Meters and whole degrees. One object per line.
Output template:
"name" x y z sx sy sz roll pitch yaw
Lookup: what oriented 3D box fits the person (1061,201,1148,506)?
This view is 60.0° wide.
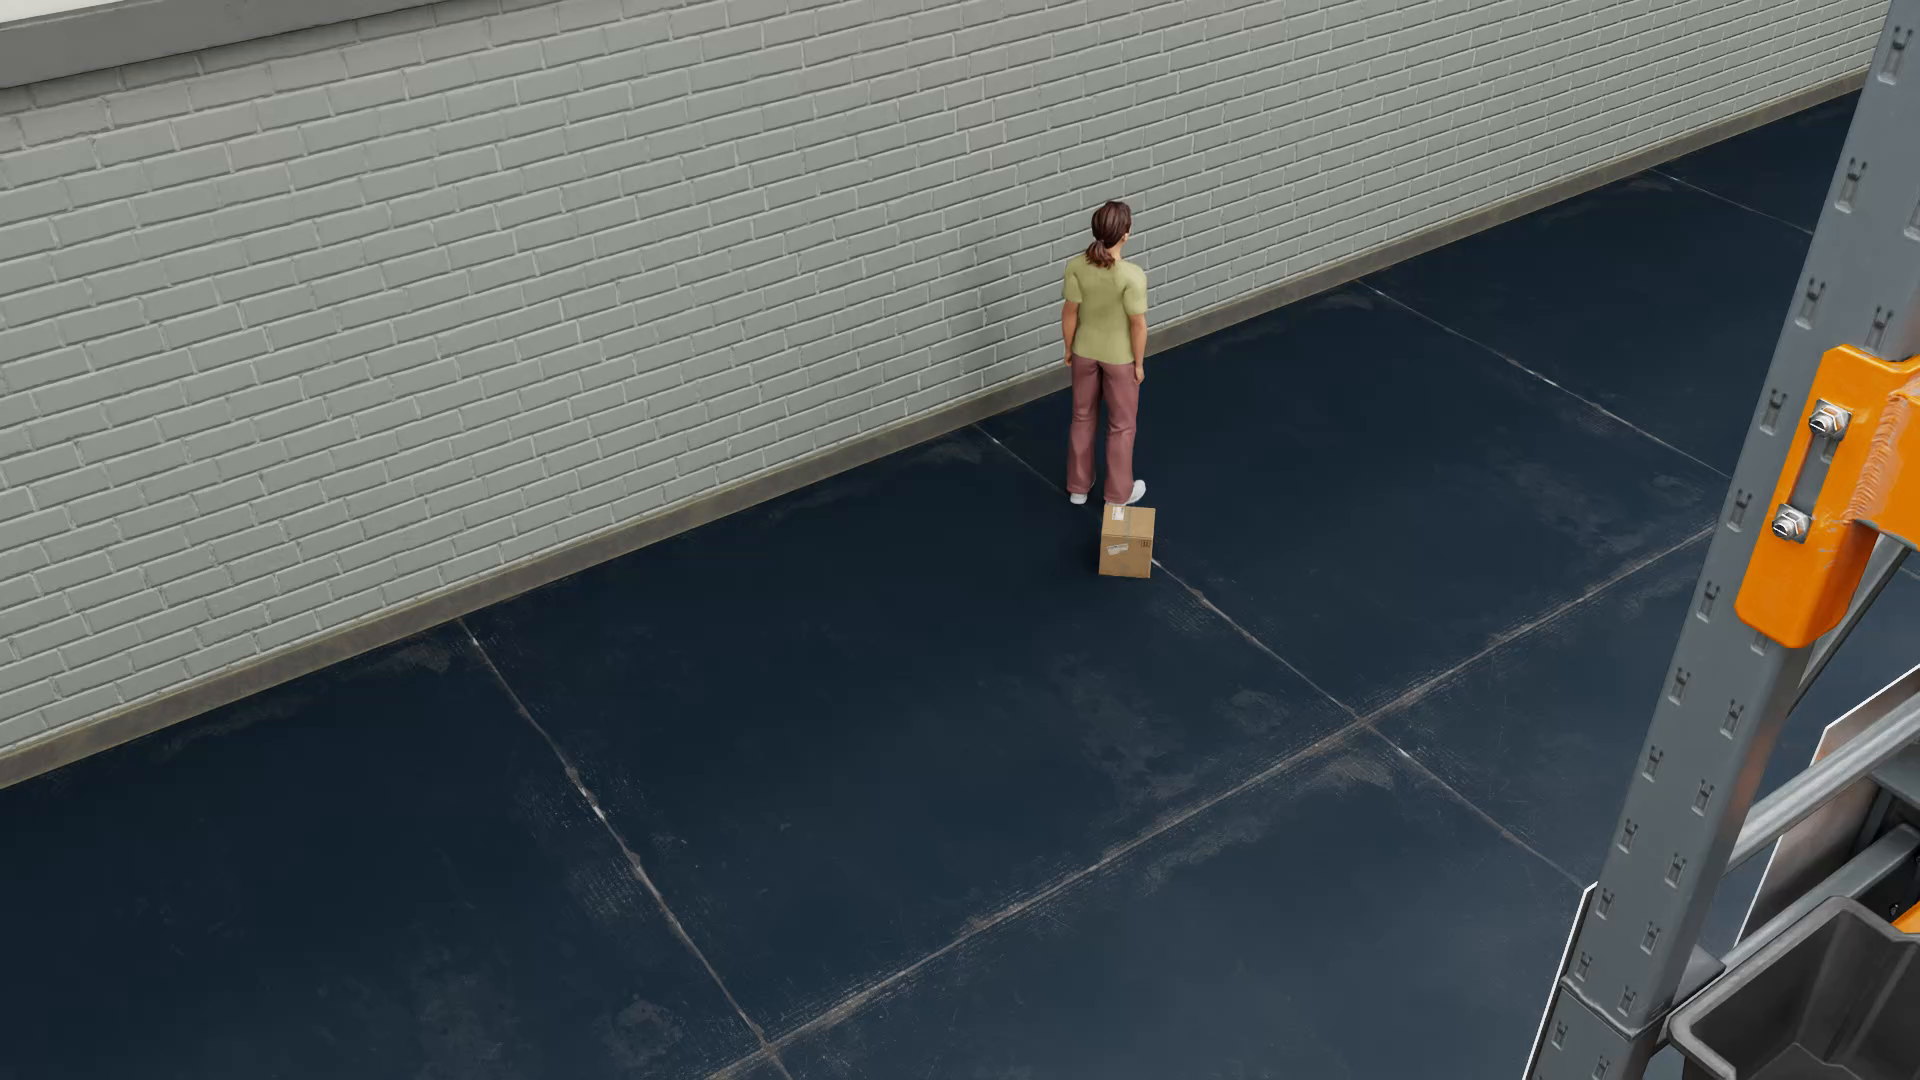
"person" 0.720 -0.899 8.216 0.431 1.674 0.364 16 39 20
